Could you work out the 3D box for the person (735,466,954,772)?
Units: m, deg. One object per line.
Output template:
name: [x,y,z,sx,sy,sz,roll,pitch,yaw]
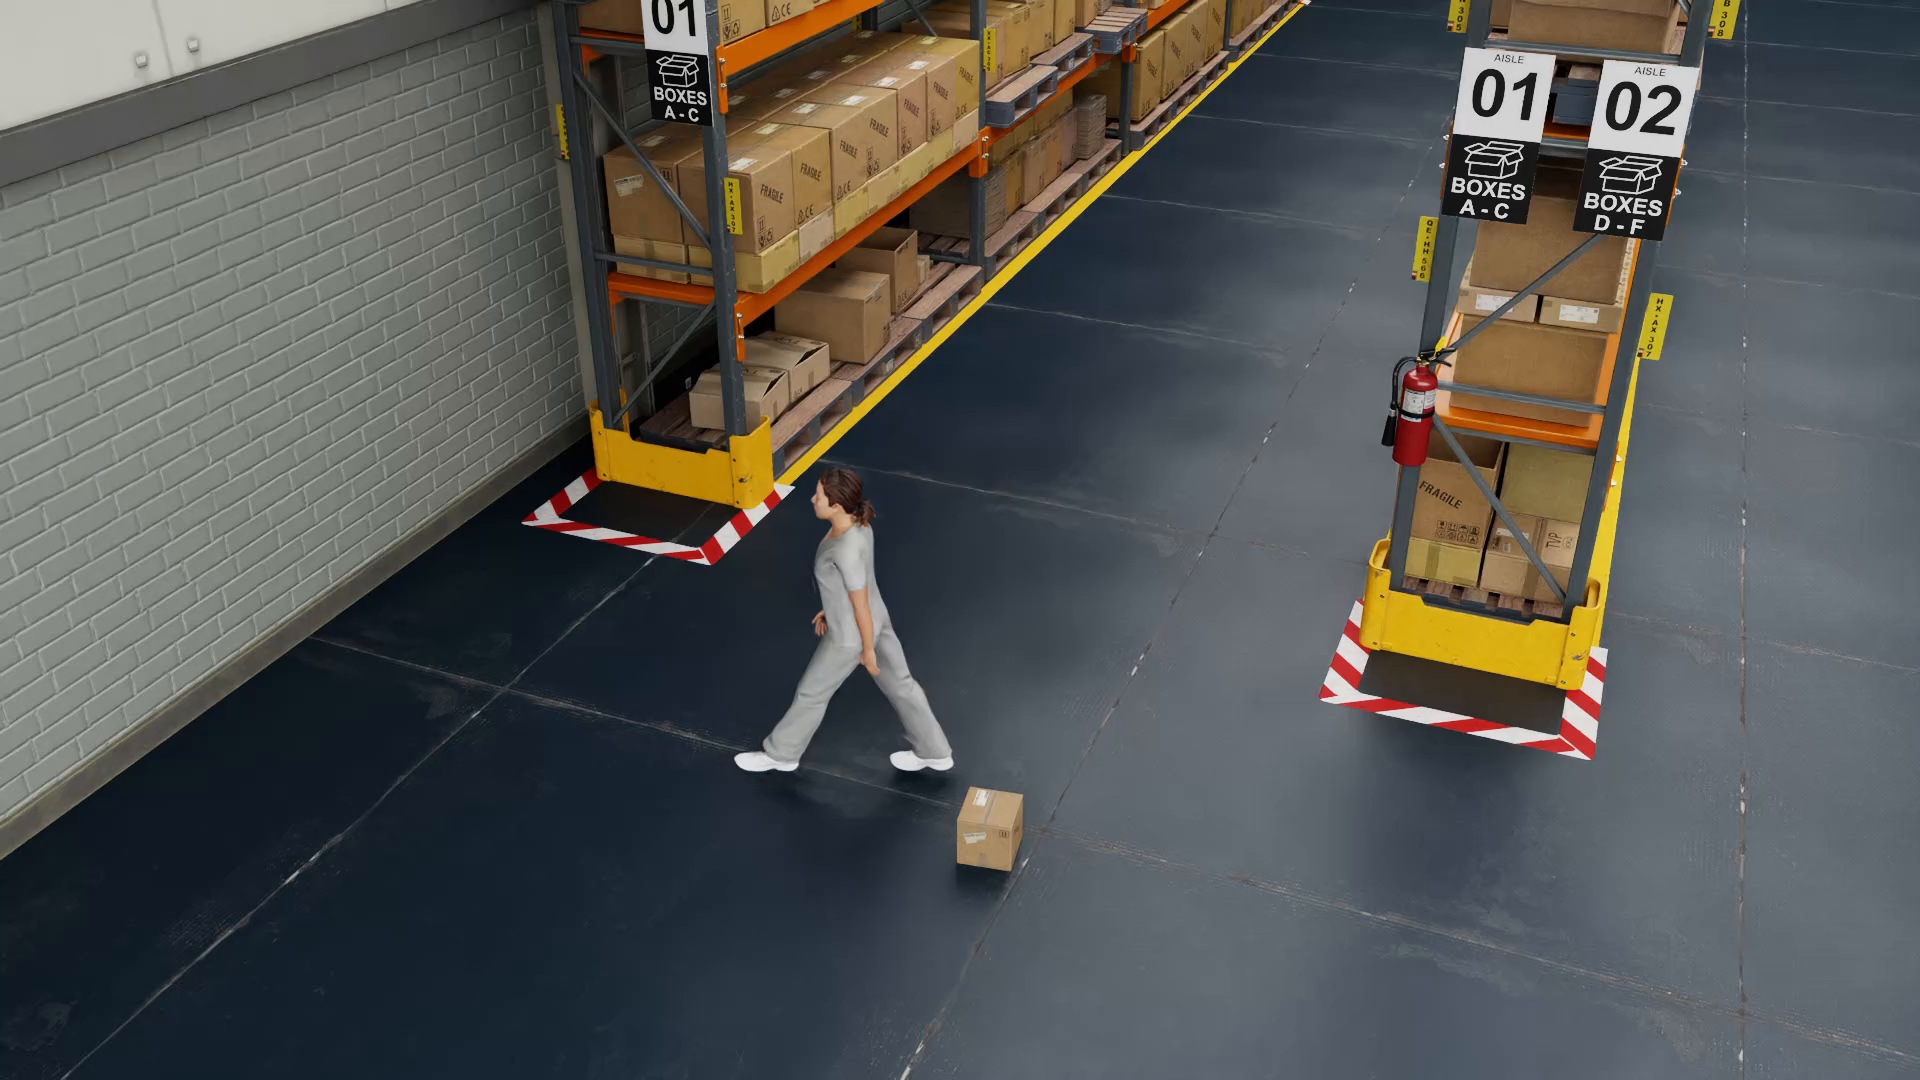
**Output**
person: [-0.547,0.384,7.712,1.042,1.594,0.446,4,30,8]
